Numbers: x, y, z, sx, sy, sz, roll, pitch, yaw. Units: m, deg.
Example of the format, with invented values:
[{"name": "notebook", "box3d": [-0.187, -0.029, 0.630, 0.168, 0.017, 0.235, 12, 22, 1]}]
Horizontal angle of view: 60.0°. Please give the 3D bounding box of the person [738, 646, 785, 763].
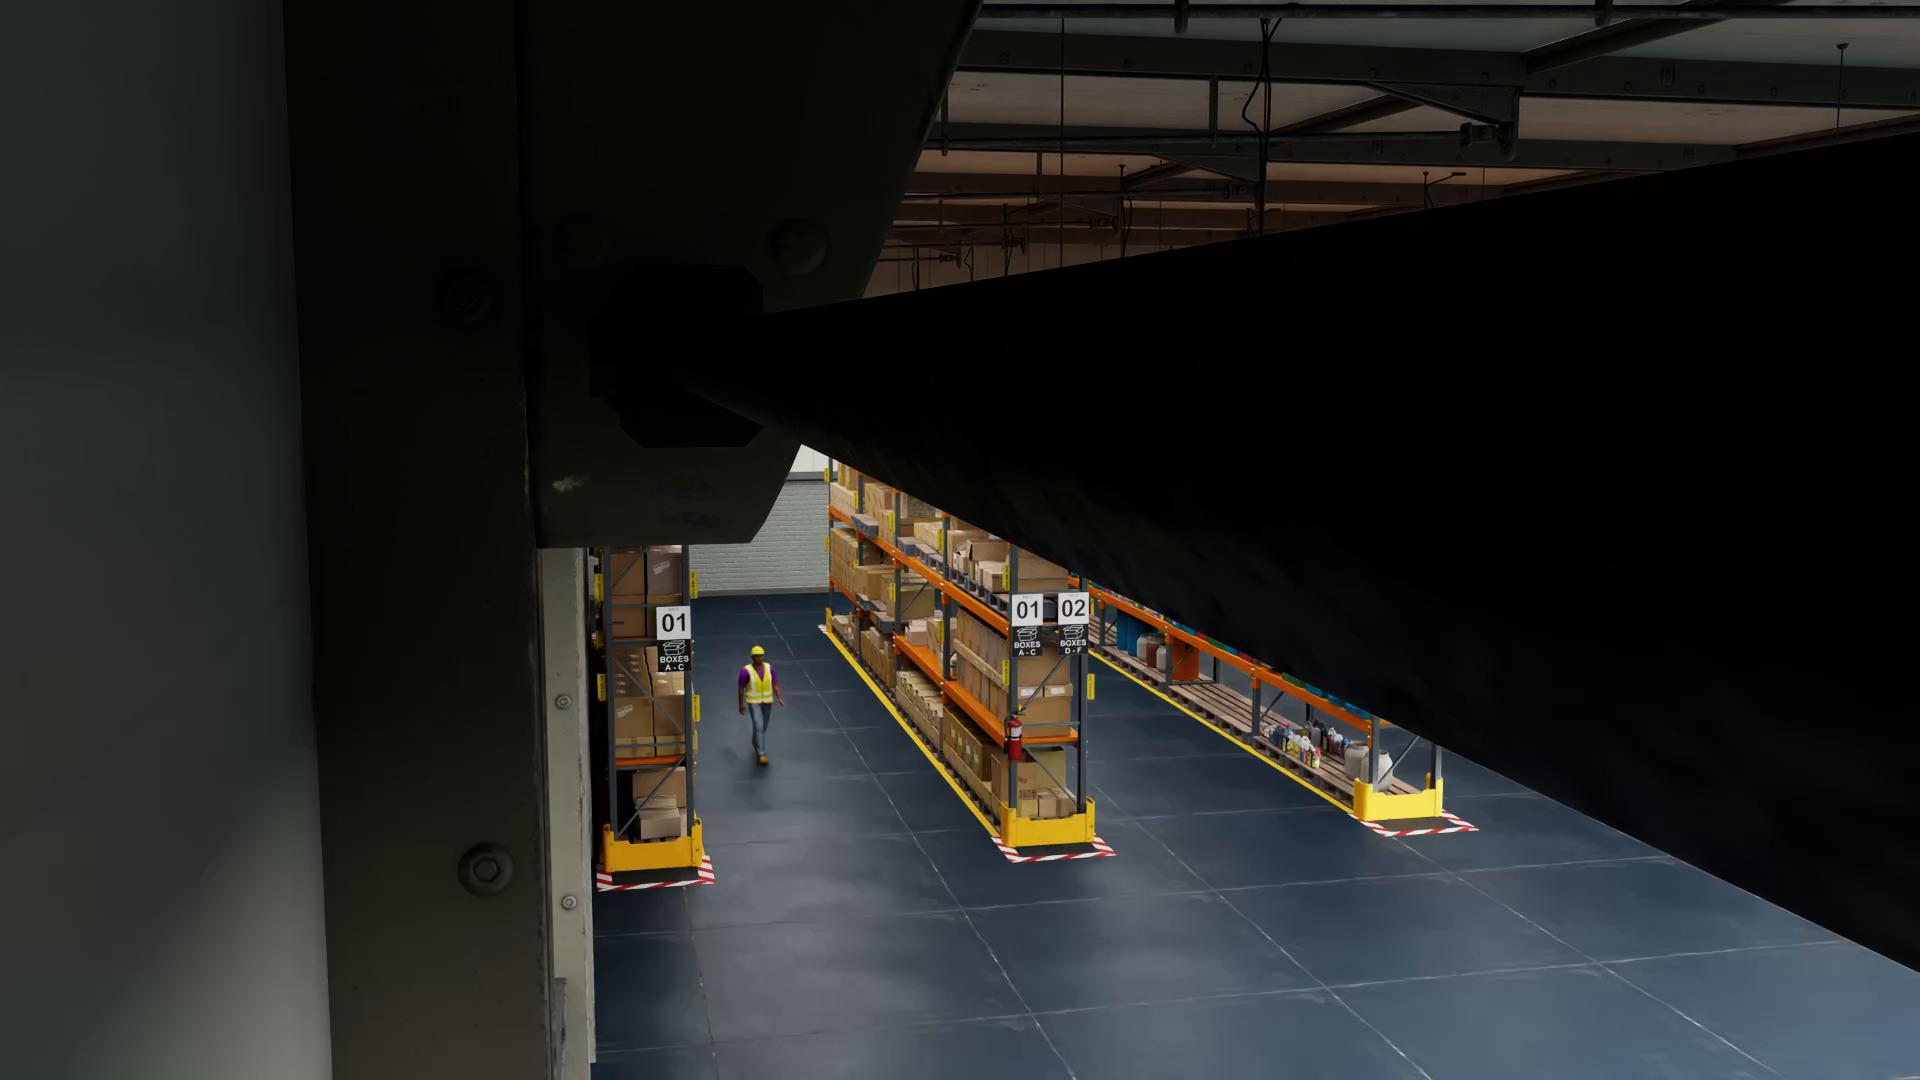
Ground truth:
[{"name": "person", "box3d": [-3.037, 2.465, 25.298, 0.622, 1.724, 1.056, -3, 8, -27]}]
